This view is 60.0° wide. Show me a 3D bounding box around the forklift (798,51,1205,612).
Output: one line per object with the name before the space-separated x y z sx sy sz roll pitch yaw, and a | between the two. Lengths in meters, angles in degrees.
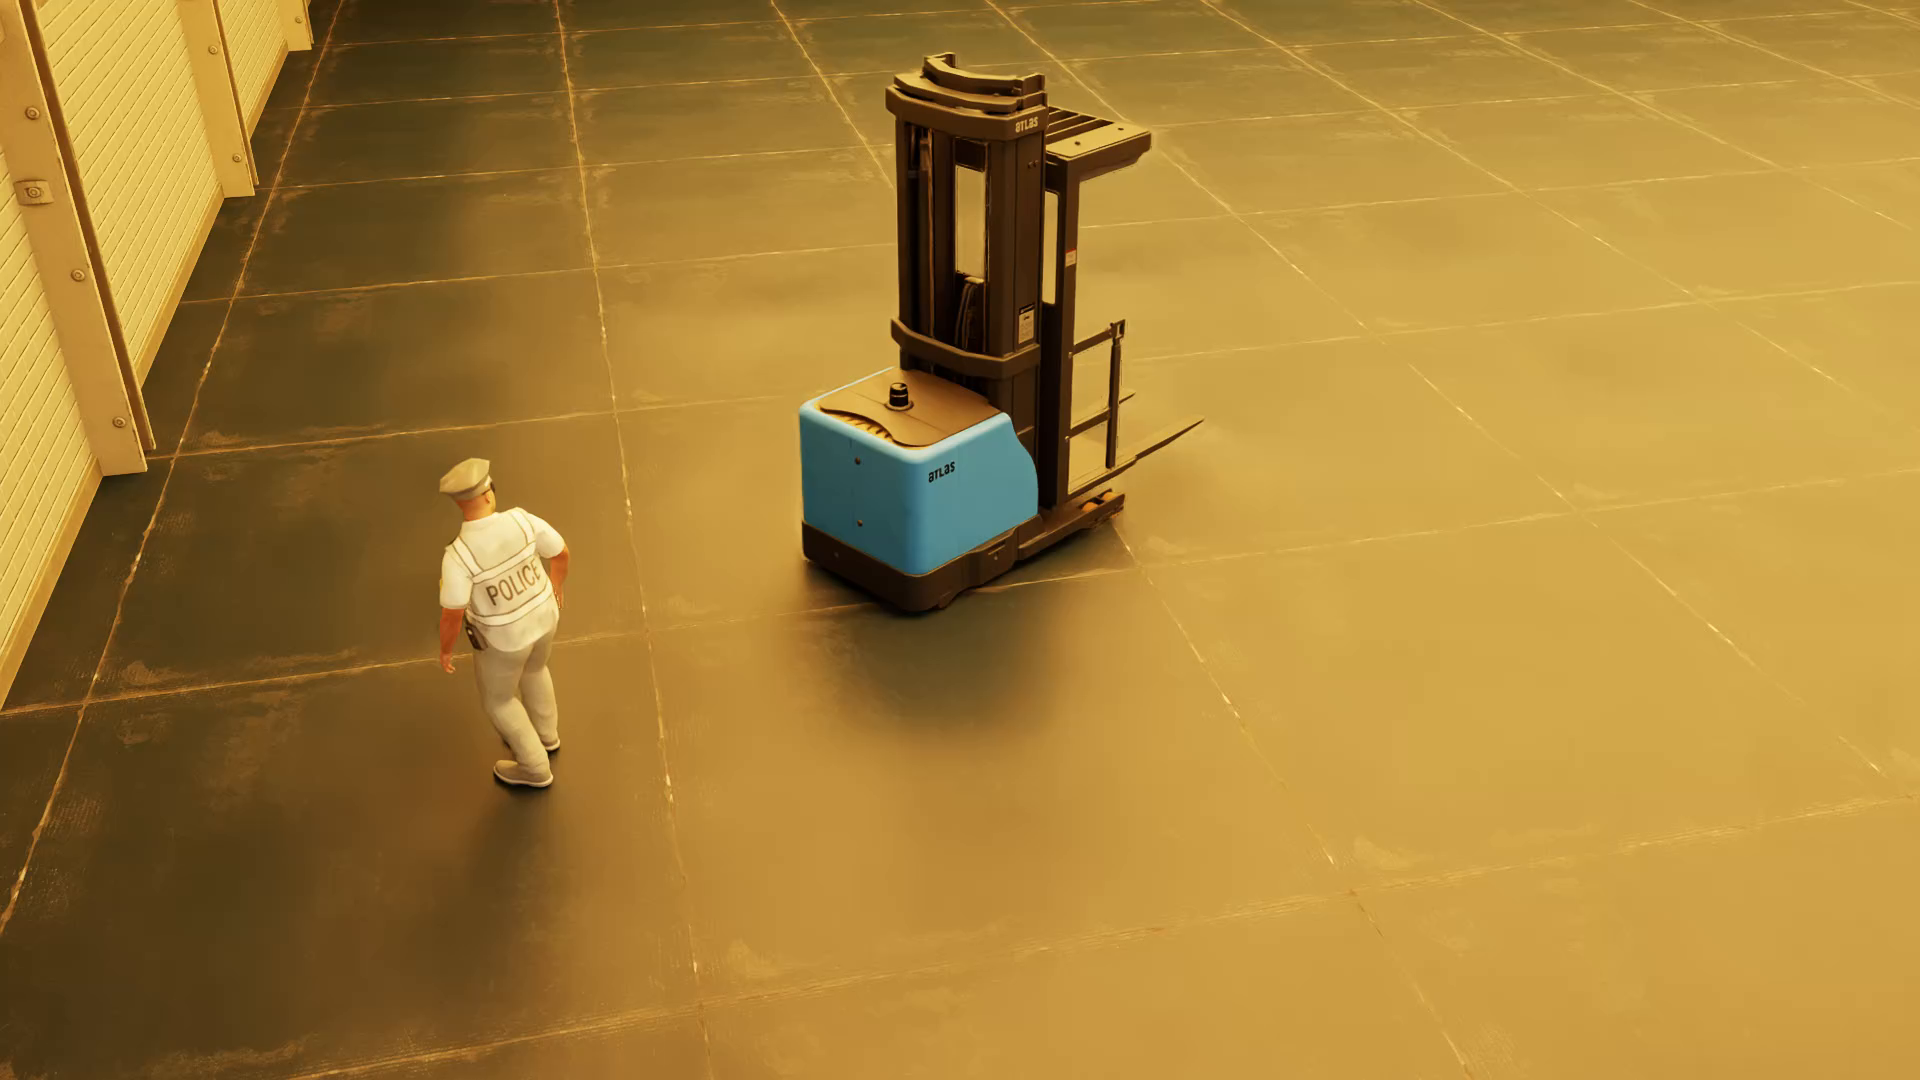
forklift | 0.416 -1.498 10.163 1.130 2.935 3.031 26 39 37

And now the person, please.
person | -2.240 0.405 8.067 0.528 1.738 0.750 18 35 29
